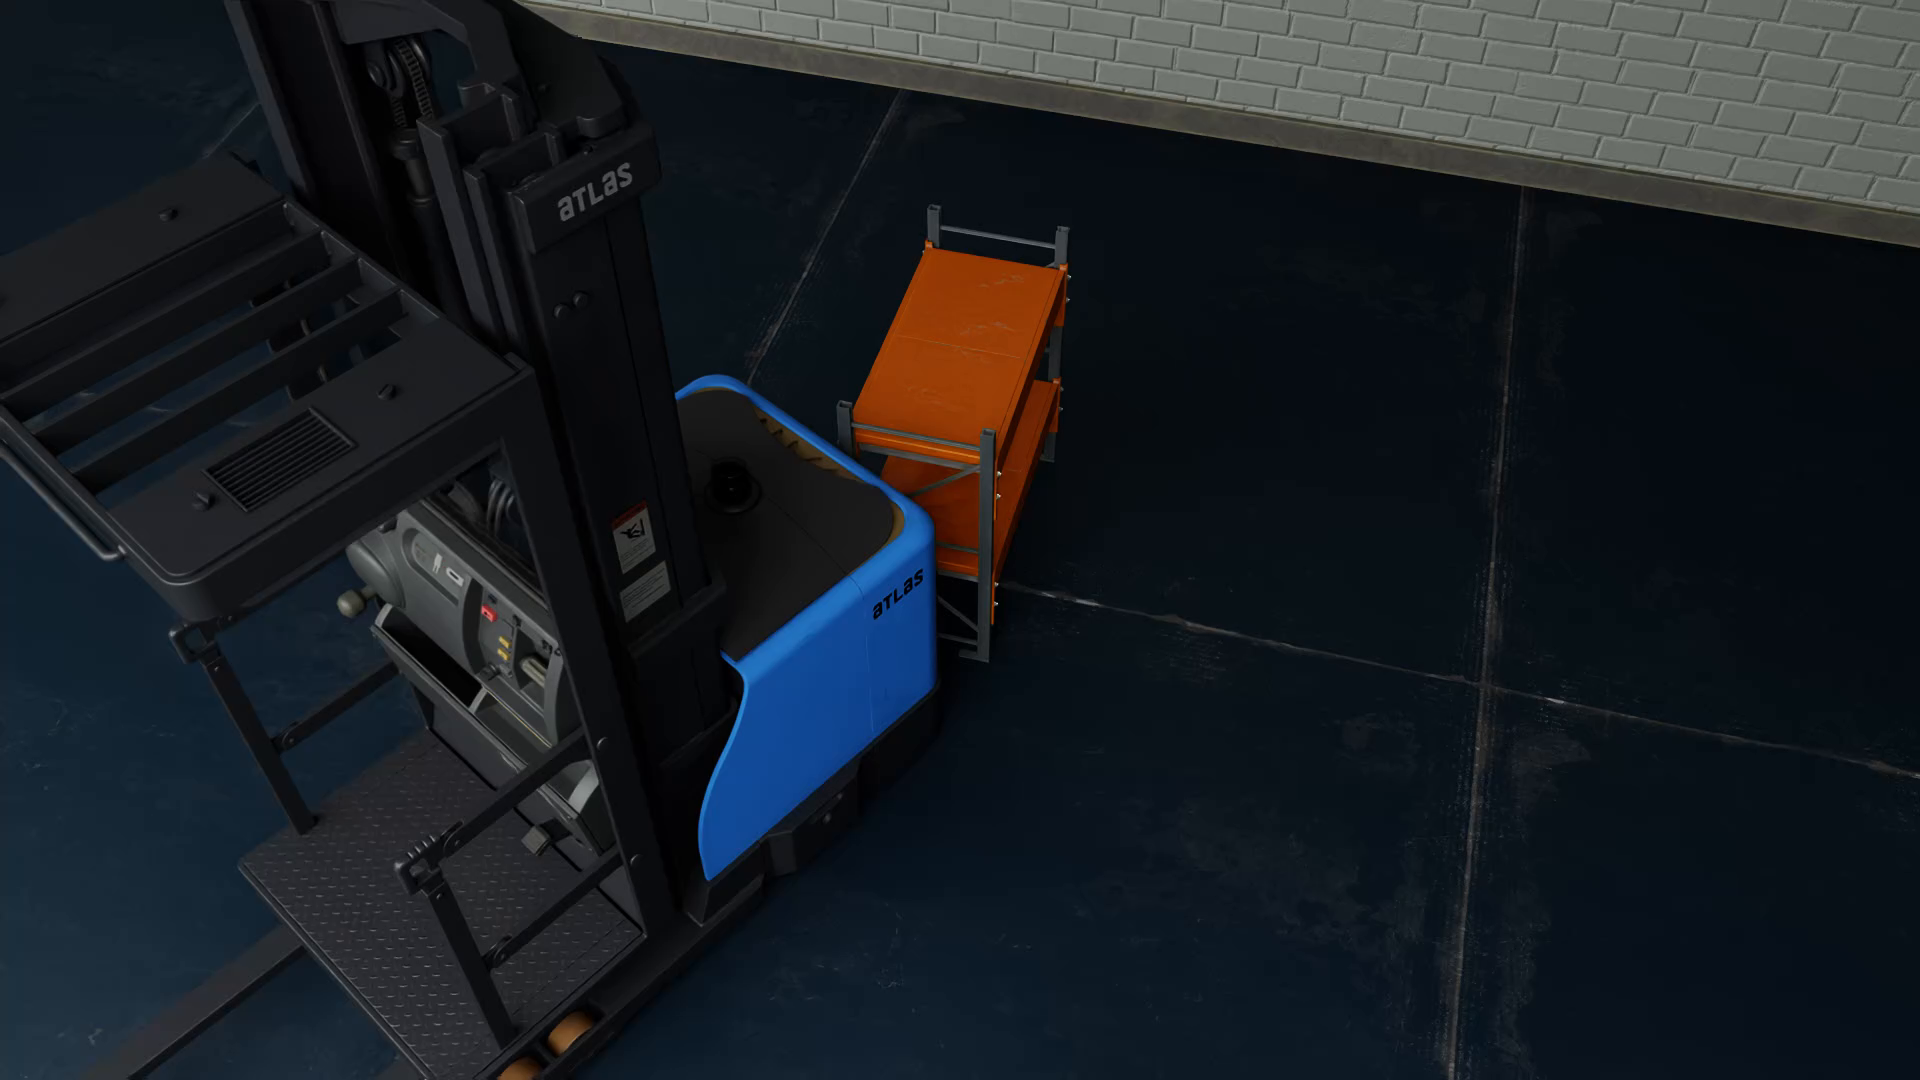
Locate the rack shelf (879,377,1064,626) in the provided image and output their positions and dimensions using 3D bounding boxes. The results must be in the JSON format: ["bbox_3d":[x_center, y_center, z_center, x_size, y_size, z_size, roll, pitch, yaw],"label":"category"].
[{"bbox_3d":[-0.002,-0.206,6.007,0.538,0.278,1.000,12,50,10],"label":"rack shelf"}]

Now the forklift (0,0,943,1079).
[{"bbox_3d":[-1.429,0.240,4.083,1.130,2.935,3.031,35,57,27],"label":"forklift"}]

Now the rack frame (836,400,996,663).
[{"bbox_3d":[-0.136,0.000,5.499,0.500,1.125,0.032,12,50,10],"label":"rack frame"}]

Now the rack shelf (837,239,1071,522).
[{"bbox_3d":[-0.002,-0.561,5.604,0.538,0.278,1.000,12,50,10],"label":"rack shelf"}]

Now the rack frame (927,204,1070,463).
[{"bbox_3d":[0.132,-0.735,6.148,0.500,1.125,0.032,12,50,10],"label":"rack frame"}]

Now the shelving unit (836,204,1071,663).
[{"bbox_3d":[-0.002,-0.367,5.824,0.538,1.125,1.048,12,50,10],"label":"shelving unit"}]
